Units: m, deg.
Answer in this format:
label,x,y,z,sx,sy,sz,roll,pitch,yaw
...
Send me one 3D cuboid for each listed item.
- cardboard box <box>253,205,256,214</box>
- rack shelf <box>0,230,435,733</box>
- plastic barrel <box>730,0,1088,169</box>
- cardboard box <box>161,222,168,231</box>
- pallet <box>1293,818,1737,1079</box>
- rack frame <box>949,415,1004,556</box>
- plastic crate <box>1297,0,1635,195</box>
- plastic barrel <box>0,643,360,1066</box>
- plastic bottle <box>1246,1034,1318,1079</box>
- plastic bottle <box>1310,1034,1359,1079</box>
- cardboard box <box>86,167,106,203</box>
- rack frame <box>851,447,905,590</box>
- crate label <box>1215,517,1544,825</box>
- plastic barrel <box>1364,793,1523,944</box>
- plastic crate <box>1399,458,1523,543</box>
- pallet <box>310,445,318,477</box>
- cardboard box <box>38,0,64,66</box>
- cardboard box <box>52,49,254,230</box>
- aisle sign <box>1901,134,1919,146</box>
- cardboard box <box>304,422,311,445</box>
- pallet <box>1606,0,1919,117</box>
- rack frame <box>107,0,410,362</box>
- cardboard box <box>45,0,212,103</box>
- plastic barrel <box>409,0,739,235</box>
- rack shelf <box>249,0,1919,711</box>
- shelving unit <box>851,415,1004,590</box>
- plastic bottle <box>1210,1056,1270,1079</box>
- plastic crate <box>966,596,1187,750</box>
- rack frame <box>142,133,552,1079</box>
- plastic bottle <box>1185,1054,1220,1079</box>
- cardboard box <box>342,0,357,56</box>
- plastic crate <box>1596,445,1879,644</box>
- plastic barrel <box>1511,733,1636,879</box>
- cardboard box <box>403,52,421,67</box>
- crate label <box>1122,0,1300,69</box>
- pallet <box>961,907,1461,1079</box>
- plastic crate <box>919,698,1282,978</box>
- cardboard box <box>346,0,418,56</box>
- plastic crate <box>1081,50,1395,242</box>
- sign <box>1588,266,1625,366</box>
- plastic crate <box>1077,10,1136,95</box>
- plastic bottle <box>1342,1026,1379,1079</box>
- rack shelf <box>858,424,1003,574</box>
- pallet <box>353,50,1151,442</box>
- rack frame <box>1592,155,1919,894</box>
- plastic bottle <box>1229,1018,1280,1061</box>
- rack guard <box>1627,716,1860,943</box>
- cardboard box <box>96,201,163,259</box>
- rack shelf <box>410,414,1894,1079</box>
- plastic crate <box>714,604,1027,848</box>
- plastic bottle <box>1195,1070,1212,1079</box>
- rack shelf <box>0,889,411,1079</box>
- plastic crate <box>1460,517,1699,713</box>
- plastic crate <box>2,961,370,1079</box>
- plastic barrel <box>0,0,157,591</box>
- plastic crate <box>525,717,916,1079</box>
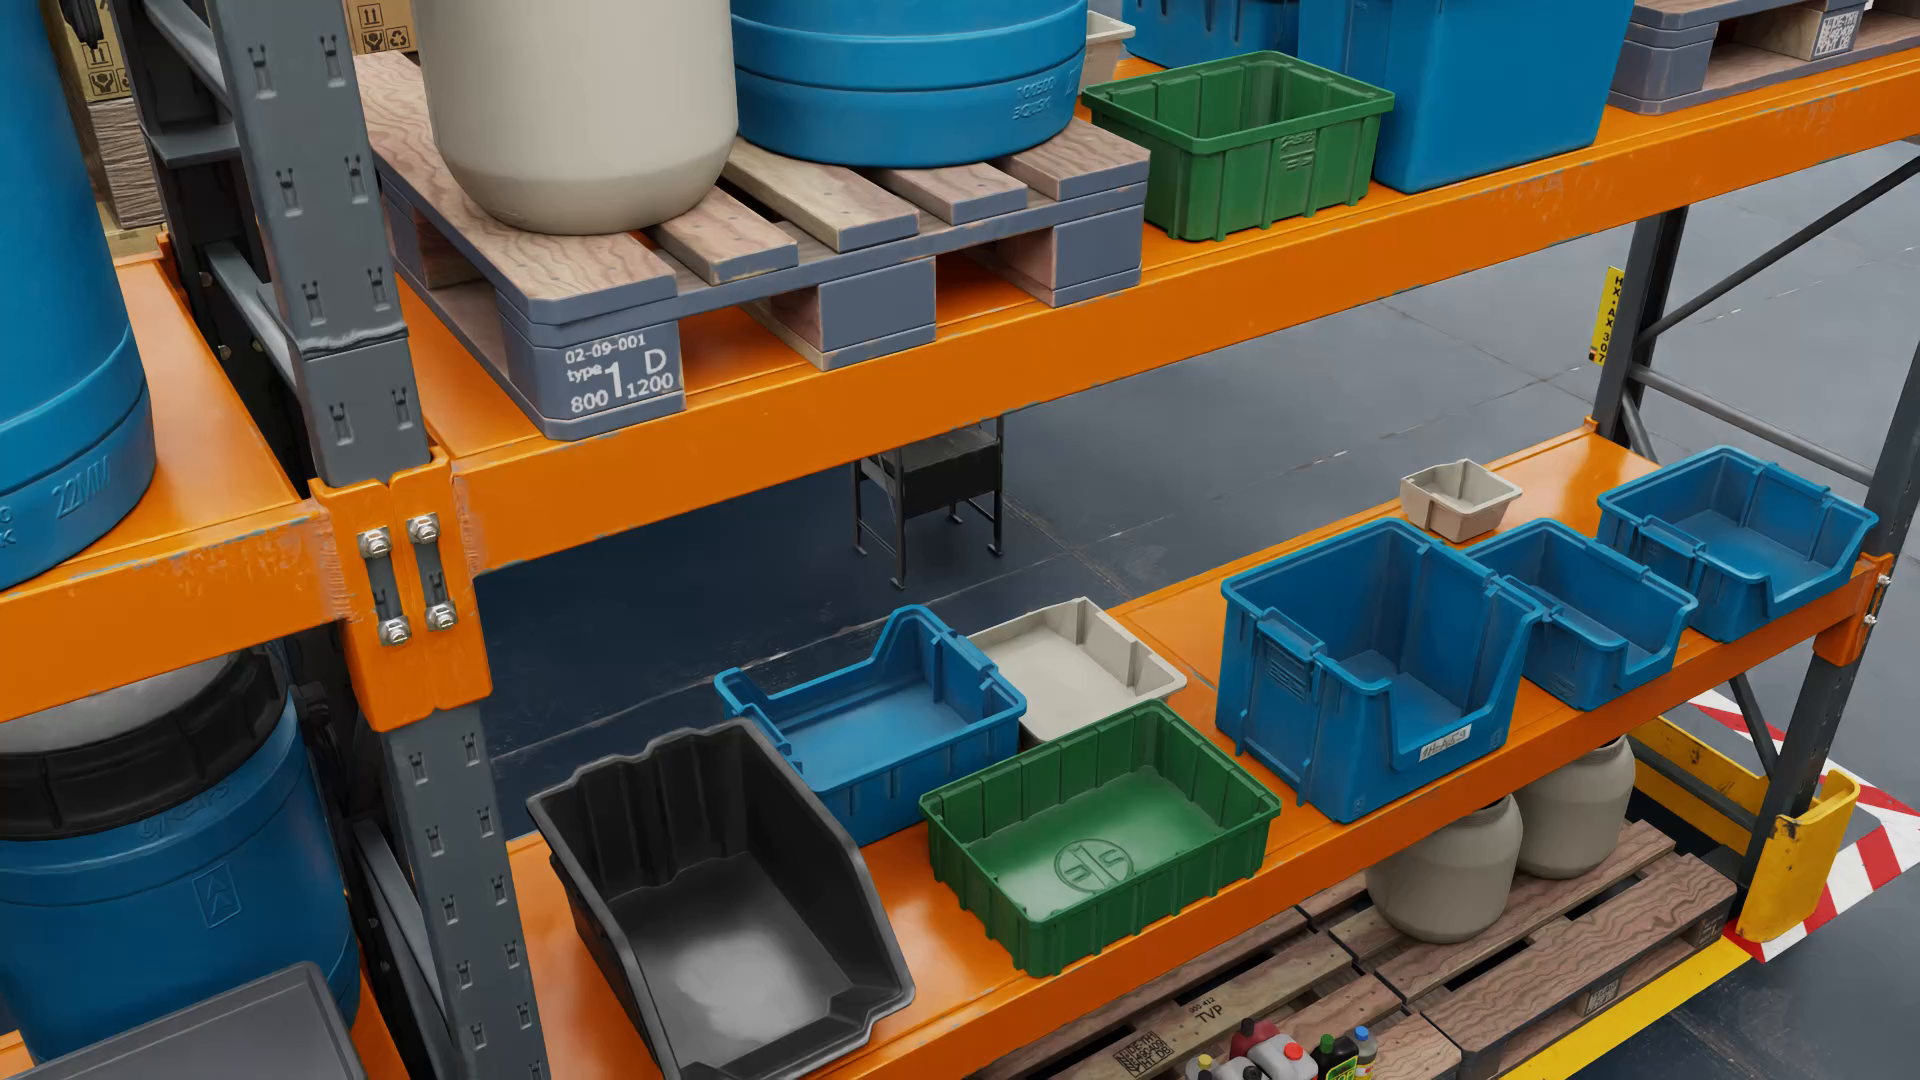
label,x,y,z,sx,sy,sz,roll,pitch,yaw
cardboard box,-2.920,-1.377,6.857,0.250,0.149,0.380,-19,37,-27
rack shelf,-2.673,0.430,1.620,4.000,0.370,1.077,-19,37,-27
plastic barrel,-0.097,-1.082,2.479,0.708,0.901,0.600,-19,37,-27
cardboard box,-3.115,-1.292,6.723,0.250,0.149,0.380,-19,37,-27
pallet,1.646,1.115,5.285,1.213,0.211,1.003,-19,37,-27
rack frame,0.066,-0.911,6.726,0.015,2.100,0.400,-19,37,-27
plastic crate,0.930,-0.916,3.094,0.575,0.384,0.392,-19,37,-27
plastic barrel,-1.481,0.580,3.049,0.708,0.901,0.600,-19,37,-27
plastic bottle,0.837,1.414,4.338,0.135,0.276,0.152,-19,37,-27
plastic bottle,0.976,1.392,4.365,0.133,0.283,0.061,-18,36,-26
cardboard box,-3.654,-1.493,7.040,0.250,0.149,0.380,-19,37,-27
rack frame,-0.344,-0.770,6.502,0.015,2.100,0.400,-19,37,-27
crate label,0.970,0.298,3.933,0.616,0.435,0.502,-19,37,-27
plastic barrel,1.437,0.904,4.944,0.421,0.512,0.421,0,32,0
plastic crate,1.443,-0.114,4.867,0.250,0.136,0.298,-19,37,-27
pallet,-3.130,-0.436,7.743,1.213,0.211,1.003,-19,37,-27
cardboard box,-3.446,-2.249,6.695,0.500,0.500,0.500,-19,37,-27
cardboard box,-3.264,-1.675,6.722,0.500,0.500,0.875,-19,37,-27
aisle sign,2.591,-1.327,4.106,0.004,0.787,0.394,-19,37,-27
cardboard box,-2.840,-0.792,7.643,0.500,0.500,0.500,-8,33,-12
pallet,1.622,-1.334,3.918,1.213,0.211,1.003,-19,37,-27
rack frame,-0.992,-1.721,1.544,0.127,3.000,1.000,-19,37,-27
cardboard box,-3.160,-2.012,6.318,0.500,0.500,0.500,-19,37,-27
plastic barrel,-0.524,-0.714,2.260,0.421,0.512,0.421,0,32,0
rack shelf,0.689,-0.726,3.453,4.000,0.370,1.077,-19,37,-27
shelving unit,-0.139,-0.840,6.614,0.503,2.100,0.431,-19,37,-27
plastic bottle,0.721,1.454,4.274,0.135,0.276,0.152,-20,37,-29
plastic crate,0.236,0.345,4.139,0.437,0.136,0.530,-19,37,-27
rack frame,-0.992,0.816,3.145,0.127,3.000,1.000,-19,37,-27
plastic bottle,0.637,1.435,4.374,0.097,0.201,0.097,0,32,0
cardboard box,-2.740,-2.157,6.549,0.500,0.500,0.500,-19,37,-27
plastic crate,2.111,0.002,4.575,0.616,0.251,0.499,-19,37,-27
plastic barrel,1.858,0.759,5.174,0.421,0.512,0.421,0,32,0
cardboard box,-2.459,-1.994,7.227,0.500,0.500,0.875,-19,37,-27
crate label,0.618,-1.153,3.594,0.408,0.251,0.502,-19,37,-27
pallet,0.621,1.465,4.729,1.213,0.211,1.003,-19,37,-27
plastic crate,0.302,0.640,3.623,0.662,0.188,0.450,-19,37,-27
cardboard box,-2.320,-2.302,6.777,0.500,0.500,0.500,-19,37,-27
plastic crate,0.482,-0.697,2.931,0.450,0.188,0.336,-19,37,-27
sign,2.076,-0.705,5.297,0.005,0.325,0.100,-19,37,-27
plastic crate,0.138,-0.986,3.438,0.396,0.136,0.243,-19,37,-27
plastic bottle,1.064,1.385,4.454,0.097,0.201,0.097,0,32,0
rack shelf,-0.139,-0.237,6.995,0.480,0.518,0.431,-19,37,-27
pallet,-0.439,-0.625,2.795,1.003,0.211,1.213,-19,37,-27
rack frame,2.370,-0.340,4.978,0.127,3.000,1.000,-19,37,-27
plastic bottle,0.779,1.363,4.411,0.133,0.283,0.061,-19,37,-27
rack guard,2.332,0.760,5.576,0.348,0.500,1.175,-19,37,-27
cardboard box,-3.332,-1.226,6.618,0.250,0.149,0.380,-19,37,-27
rack shelf,0.689,0.542,4.253,4.000,0.370,1.077,-19,37,-27
plastic crate,-0.209,0.437,3.885,0.616,0.251,0.499,-19,37,-27
plastic bottle,0.584,1.472,4.176,0.185,0.351,0.144,-17,36,-25
rack shelf,-2.673,1.698,2.420,4.000,0.370,1.077,-19,37,-27
plastic crate,1.562,0.187,4.282,0.408,0.251,0.499,-19,37,-27
plastic crate,-1.233,1.066,2.688,0.583,0.464,0.402,-19,37,-27
plastic barrel,-1.302,-0.420,1.823,0.708,0.901,0.600,-19,37,-27
plastic crate,-0.483,0.748,3.311,0.504,0.338,0.767,-19,37,-27
